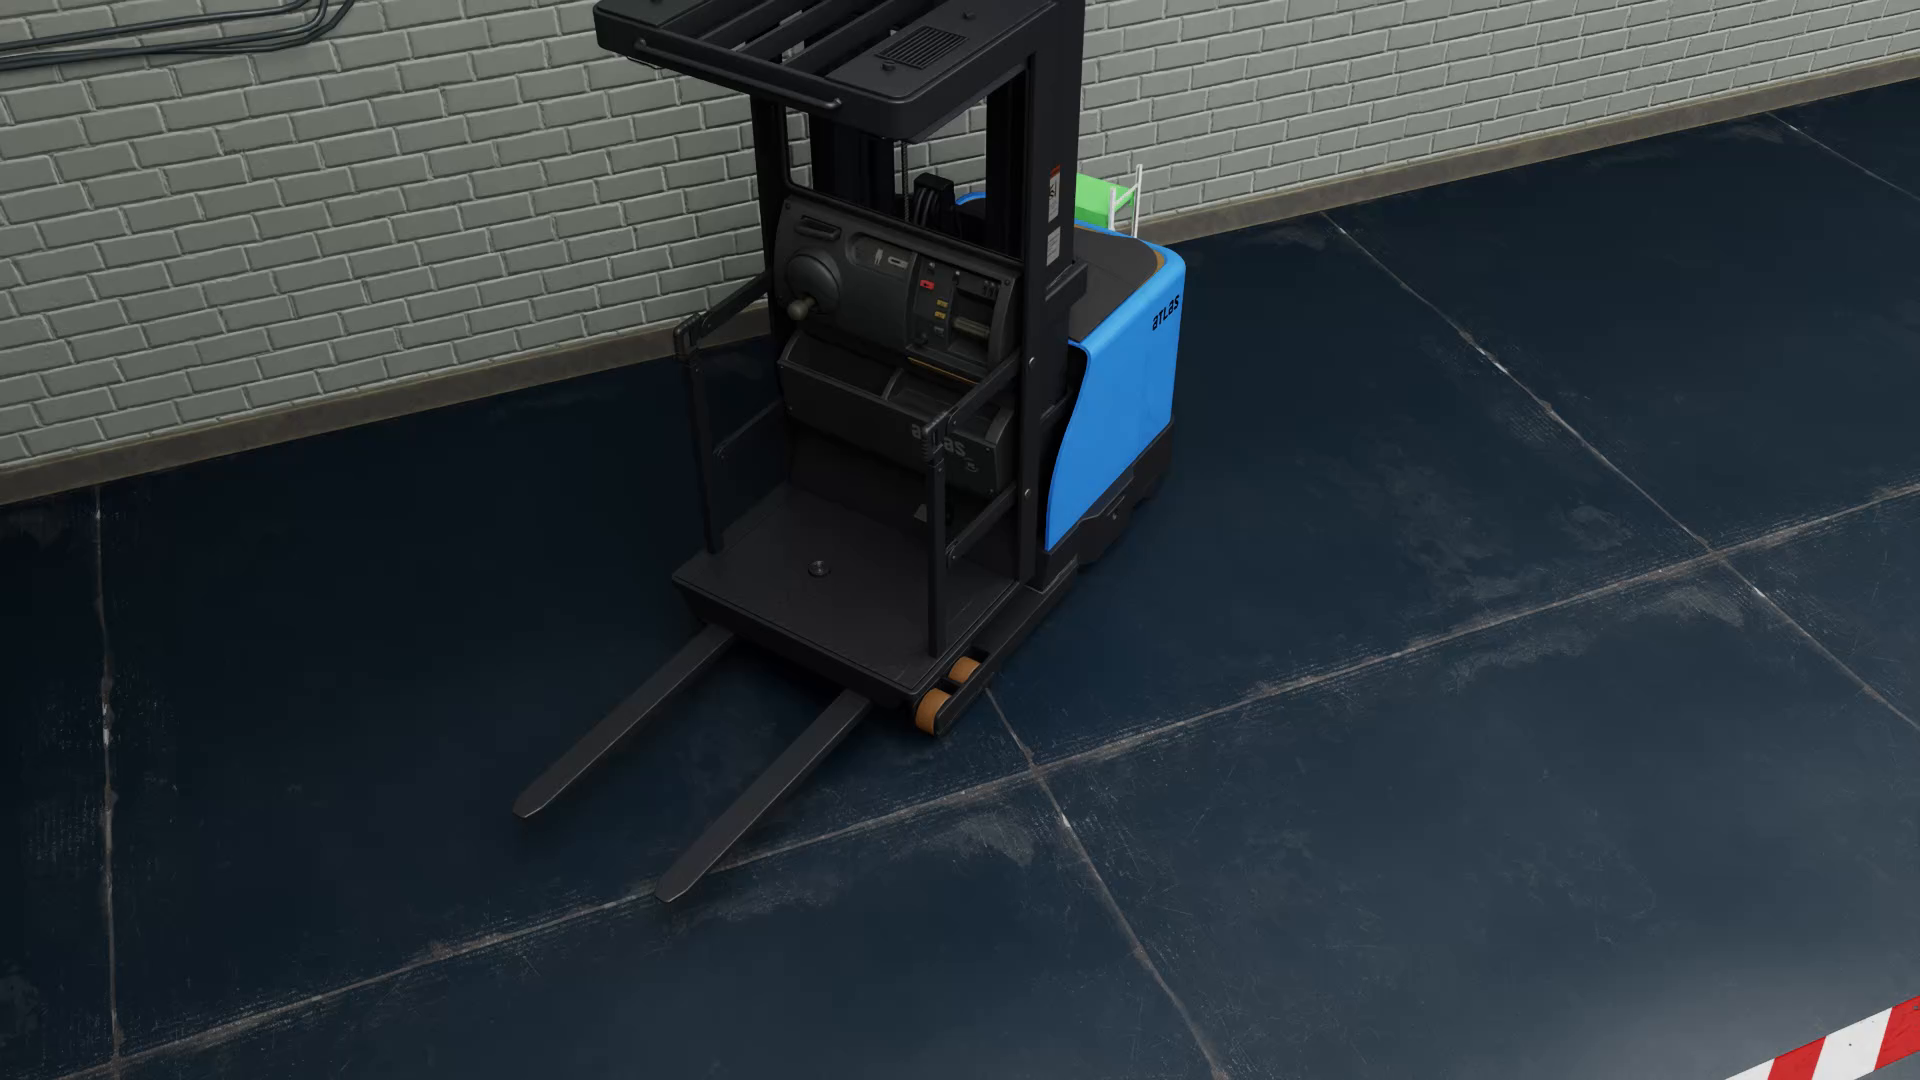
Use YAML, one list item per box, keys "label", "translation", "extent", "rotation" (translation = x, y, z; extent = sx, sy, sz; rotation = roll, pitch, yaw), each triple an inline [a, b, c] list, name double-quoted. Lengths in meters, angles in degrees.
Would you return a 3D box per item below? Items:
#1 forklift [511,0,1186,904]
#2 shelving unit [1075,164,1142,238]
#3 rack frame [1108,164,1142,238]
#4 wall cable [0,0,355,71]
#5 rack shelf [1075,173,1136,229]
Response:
- label: "forklift"
  translation: [-0.346, -0.769, 5.396]
  extent: [1.130, 2.935, 3.031]
  rotation: [23, 46, 25]
- label: "shelving unit"
  translation: [0.454, -1.069, 7.073]
  extent: [0.503, 1.200, 0.258]
  rotation: [23, 46, 24]
- label: "rack frame"
  translation: [0.659, -0.983, 6.973]
  extent: [0.015, 1.200, 0.240]
  rotation: [23, 46, 24]
- label: "wall cable"
  translation: [-3.605, -2.473, 5.105]
  extent: [3.097, 2.526, 0.112]
  rotation: [-15, 43, -17]
- label: "rack shelf"
  translation: [0.454, -1.385, 6.802]
  extent: [0.480, 0.148, 0.258]
  rotation: [23, 46, 24]
